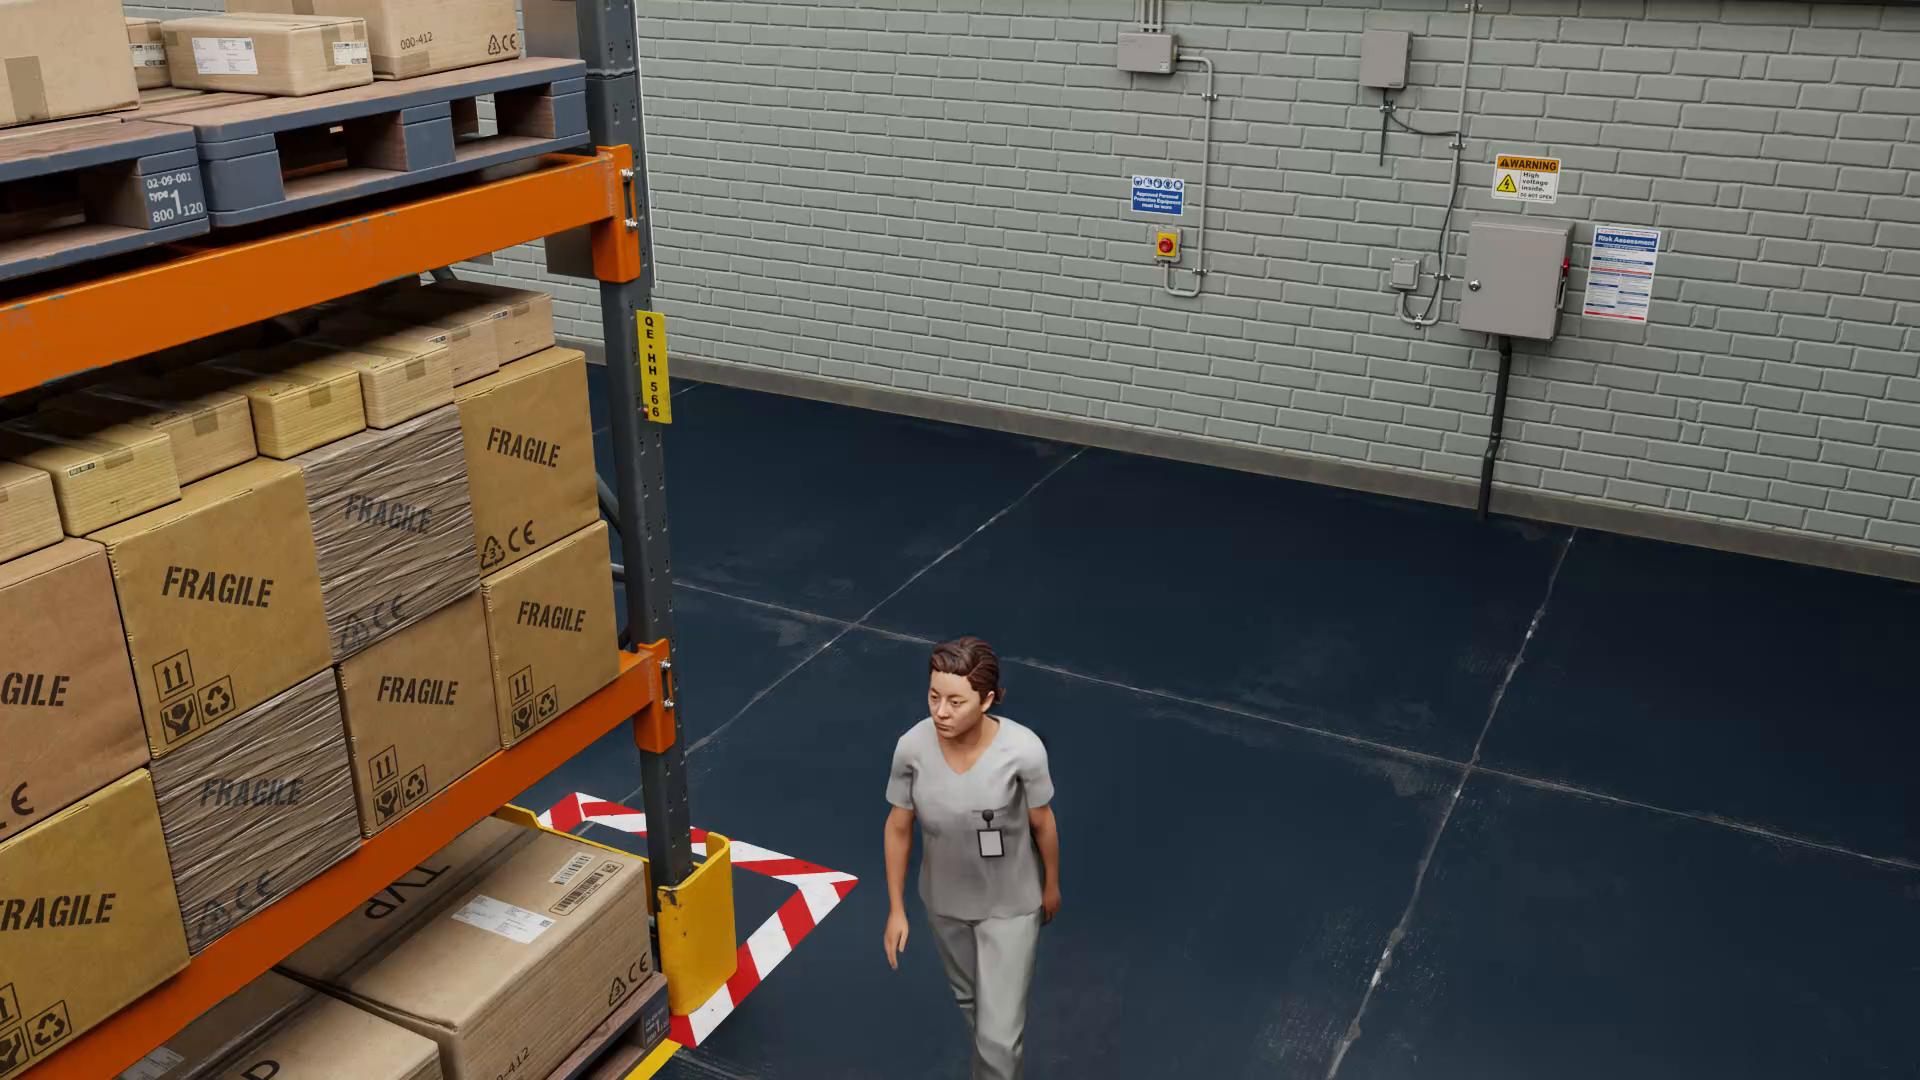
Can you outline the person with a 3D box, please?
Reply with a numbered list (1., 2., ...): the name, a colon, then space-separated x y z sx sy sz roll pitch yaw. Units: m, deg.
1. person: 0.027 1.040 4.642 0.481 1.691 0.723 8 24 18
